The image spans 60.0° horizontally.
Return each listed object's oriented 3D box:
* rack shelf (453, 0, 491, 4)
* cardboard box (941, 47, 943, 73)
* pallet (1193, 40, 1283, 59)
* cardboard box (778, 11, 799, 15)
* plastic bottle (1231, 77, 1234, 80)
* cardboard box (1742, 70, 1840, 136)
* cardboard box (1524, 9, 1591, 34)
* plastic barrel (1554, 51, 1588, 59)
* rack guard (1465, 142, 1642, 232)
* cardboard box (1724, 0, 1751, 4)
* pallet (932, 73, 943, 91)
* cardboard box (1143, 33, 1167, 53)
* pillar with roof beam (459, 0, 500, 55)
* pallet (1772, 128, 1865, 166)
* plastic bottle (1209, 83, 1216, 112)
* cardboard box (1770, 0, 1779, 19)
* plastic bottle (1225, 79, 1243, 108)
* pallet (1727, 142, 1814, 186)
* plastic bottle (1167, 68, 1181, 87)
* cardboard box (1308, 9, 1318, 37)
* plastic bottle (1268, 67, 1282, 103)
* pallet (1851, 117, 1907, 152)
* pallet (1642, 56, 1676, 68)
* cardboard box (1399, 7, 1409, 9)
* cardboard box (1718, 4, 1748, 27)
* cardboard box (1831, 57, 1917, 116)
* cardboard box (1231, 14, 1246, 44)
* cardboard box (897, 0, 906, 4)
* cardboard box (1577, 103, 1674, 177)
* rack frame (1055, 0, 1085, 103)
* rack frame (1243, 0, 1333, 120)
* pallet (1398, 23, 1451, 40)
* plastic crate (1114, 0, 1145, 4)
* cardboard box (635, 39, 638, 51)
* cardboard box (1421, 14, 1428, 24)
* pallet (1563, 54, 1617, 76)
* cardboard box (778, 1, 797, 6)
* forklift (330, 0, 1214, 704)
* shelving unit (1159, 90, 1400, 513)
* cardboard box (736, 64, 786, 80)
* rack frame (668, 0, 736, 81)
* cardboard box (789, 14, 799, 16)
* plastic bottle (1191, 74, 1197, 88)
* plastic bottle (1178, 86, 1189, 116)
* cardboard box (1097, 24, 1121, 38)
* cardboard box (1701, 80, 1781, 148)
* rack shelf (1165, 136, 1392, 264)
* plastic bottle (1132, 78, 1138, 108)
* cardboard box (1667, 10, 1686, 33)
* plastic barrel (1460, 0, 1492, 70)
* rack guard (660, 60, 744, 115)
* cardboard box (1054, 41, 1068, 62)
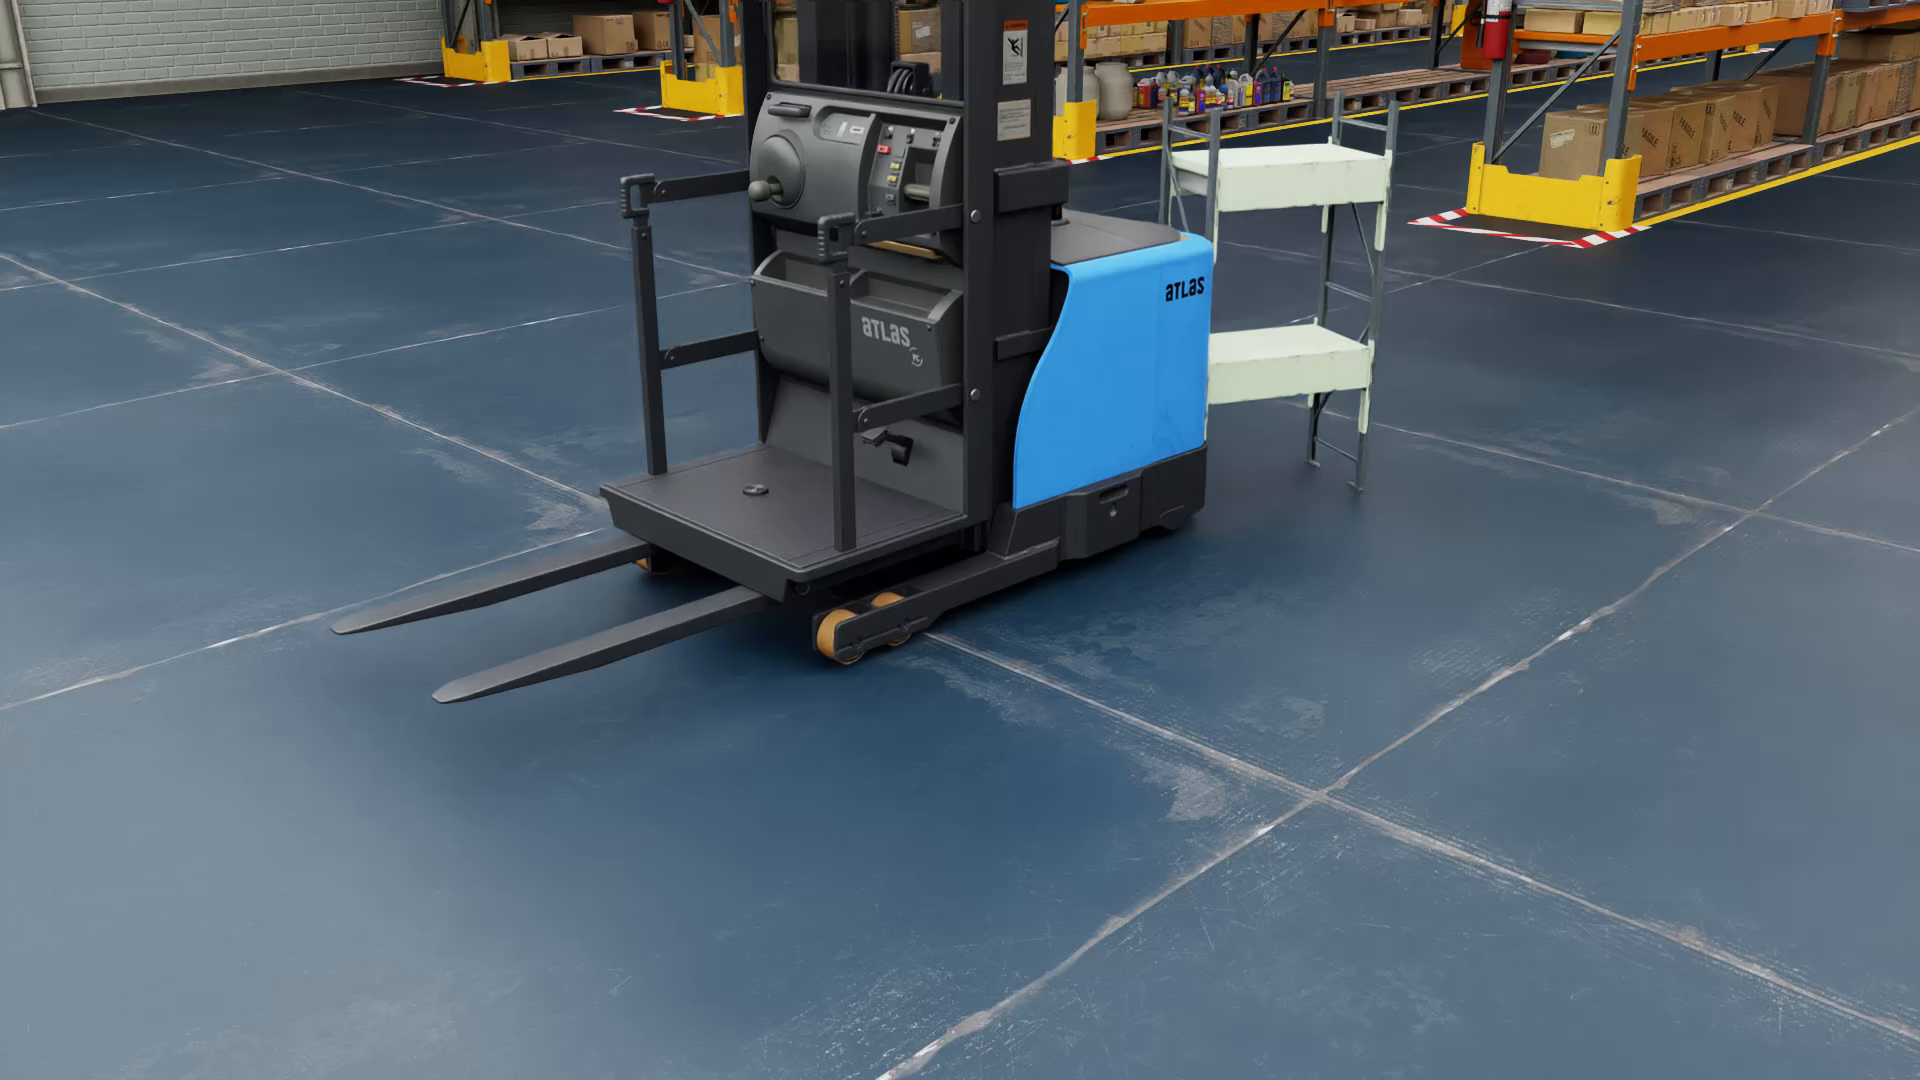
[{"bbox_3d":[-5.001,-7.632,22.753,1.077,0.370,4.000,19,28,41],"label":"rack shelf"},{"bbox_3d":[-0.221,-5.982,20.704,0.500,0.250,0.500,19,28,41],"label":"cardboard box"},{"bbox_3d":[4.135,-7.464,25.201,1.003,0.211,1.213,19,28,41],"label":"pallet"},{"bbox_3d":[-1.996,-5.951,19.578,0.500,0.500,0.500,19,28,41],"label":"cardboard box"},{"bbox_3d":[2.799,-4.589,17.006,0.061,0.283,0.133,19,28,41],"label":"plastic bottle"},{"bbox_3d":[7.485,-3.954,15.052,0.700,0.500,0.500,17,27,37],"label":"cardboard box"},{"bbox_3d":[4.302,-3.742,11.980,0.380,0.149,0.250,19,28,41],"label":"cardboard box"},{"bbox_3d":[8.188,-6.958,22.336,0.600,0.901,0.708,19,28,41],"label":"plastic barrel"},{"bbox_3d":[4.304,-2.587,12.110,1.175,0.500,0.348,19,28,41],"label":"rack guard"},{"bbox_3d":[5.654,-4.457,12.935,0.875,0.500,0.500,19,28,41],"label":"cardboard box"},{"bbox_3d":[-0.639,-5.748,20.734,1.003,0.211,1.213,19,28,41],"label":"pallet"},{"bbox_3d":[2.544,-6.988,23.321,0.500,0.250,0.500,-19,28,-41],"label":"cardboard box"},{"bbox_3d":[-3.443,-9.573,18.439,9.100,9.000,0.400,19,28,41],"label":"pillar with roof beam"},{"bbox_3d":[7.583,-3.662,15.307,1.003,0.211,1.213,19,28,41],"label":"pallet"},{"bbox_3d":[2.499,-4.408,16.552,0.097,0.271,0.097,0,21,0],"label":"plastic bottle"},{"bbox_3d":[6.340,-4.282,13.385,0.380,0.149,0.250,19,28,41],"label":"cardboard box"},{"bbox_3d":[2.774,-4.526,16.852,0.135,0.276,0.152,-20,28,-41],"label":"plastic bottle"},{"bbox_3d":[6.598,-3.280,14.314,1.003,0.211,1.213,19,28,41],"label":"pallet"},{"bbox_3d":[2.204,-4.710,17.227,0.144,0.351,0.185,19,28,40],"label":"plastic bottle"},{"bbox_3d":[5.388,-8.140,25.942,0.500,0.500,0.500,19,28,40],"label":"cardboard box"},{"bbox_3d":[3.250,-4.734,17.289,0.144,0.351,0.185,18,28,39],"label":"plastic bottle"},{"bbox_3d":[8.434,-3.977,16.127,1.003,0.211,1.213,19,28,41],"label":"pallet"},{"bbox_3d":[9.558,-6.956,23.878,1.003,0.211,1.213,19,28,41],"label":"pallet"},{"bbox_3d":[7.386,-9.053,28.665,0.500,0.250,0.500,19,28,41],"label":"cardboard box"},{"bbox_3d":[5.736,-3.992,12.631,0.380,0.149,0.250,19,28,41],"label":"cardboard box"},{"bbox_3d":[9.001,-4.507,16.490,0.700,0.500,0.500,16,26,36],"label":"cardboard box"},{"bbox_3d":[3.973,-7.619,24.588,0.500,0.500,0.500,19,28,40],"label":"cardboard box"},{"bbox_3d":[-1.280,-8.351,26.491,0.500,0.500,0.700,-20,29,-41],"label":"cardboard box"},{"bbox_3d":[5.091,-3.083,12.812,0.500,0.500,0.500,-12,24,-28],"label":"cardboard box"},{"bbox_3d":[0.702,-4.974,14.836,1.000,3.000,0.127,19,28,41],"label":"rack frame"},{"bbox_3d":[3.492,-6.003,17.511,1.000,3.000,0.127,19,28,41],"label":"rack frame"},{"bbox_3d":[7.709,-8.801,28.680,1.003,0.211,1.213,19,28,41],"label":"pallet"},{"bbox_3d":[1.557,-5.001,15.272,0.298,0.136,0.250,19,28,41],"label":"plastic crate"},{"bbox_3d":[-4.736,-6.951,23.338,0.380,0.149,0.250,17,27,36],"label":"cardboard box"},{"bbox_3d":[7.767,-8.928,28.457,0.380,0.166,0.250,19,28,41],"label":"cardboard box"},{"bbox_3d":[8.505,-6.569,22.872,1.003,0.211,1.213,19,28,41],"label":"pallet"},{"bbox_3d":[-2.799,-8.178,24.997,0.500,0.250,0.500,19,28,40],"label":"cardboard box"},{"bbox_3d":[-0.496,-1.197,5.104,3.031,2.935,1.130,-19,28,-40],"label":"forklift"},{"bbox_3d":[1.178,-0.918,6.372,0.755,1.500,0.431,-8,22,-19],"label":"shelving unit"},{"bbox_3d":[-2.311,-5.210,18.695,0.500,0.250,0.500,19,28,41],"label":"cardboard box"},{"bbox_3d":[-2.844,-6.215,18.063,1.000,3.000,0.127,19,28,41],"label":"rack frame"},{"bbox_3d":[-1.624,-5.821,19.239,0.500,0.500,0.500,19,28,41],"label":"cardboard box"},{"bbox_3d":[2.425,-4.735,17.403,0.097,0.271,0.097,0,21,0],"label":"plastic bottle"},{"bbox_3d":[2.190,-4.294,16.256,0.097,0.271,0.097,0,21,0],"label":"plastic bottle"},{"bbox_3d":[1.835,-6.985,22.533,0.500,0.311,0.500,19,28,40],"label":"cardboard box"},{"bbox_3d":[6.733,-3.699,14.417,0.500,0.500,0.500,18,28,39],"label":"cardboard box"},{"bbox_3d":[1.178,-1.282,6.232,0.720,0.370,0.431,-8,22,-19],"label":"rack shelf"},{"bbox_3d":[1.738,-4.528,16.848,0.133,0.283,0.061,-19,28,-41],"label":"plastic bottle"},{"bbox_3d":[4.994,-3.751,12.003,0.380,0.149,0.250,19,28,41],"label":"cardboard box"},{"bbox_3d":[6.612,-6.344,20.838,0.600,0.830,0.708,19,28,41],"label":"plastic barrel"},{"bbox_3d":[-2.861,-5.042,18.496,1.175,0.500,0.348,19,28,41],"label":"rack guard"},{"bbox_3d":[1.122,-6.462,21.954,0.500,0.250,0.500,18,28,39],"label":"cardboard box"}]
